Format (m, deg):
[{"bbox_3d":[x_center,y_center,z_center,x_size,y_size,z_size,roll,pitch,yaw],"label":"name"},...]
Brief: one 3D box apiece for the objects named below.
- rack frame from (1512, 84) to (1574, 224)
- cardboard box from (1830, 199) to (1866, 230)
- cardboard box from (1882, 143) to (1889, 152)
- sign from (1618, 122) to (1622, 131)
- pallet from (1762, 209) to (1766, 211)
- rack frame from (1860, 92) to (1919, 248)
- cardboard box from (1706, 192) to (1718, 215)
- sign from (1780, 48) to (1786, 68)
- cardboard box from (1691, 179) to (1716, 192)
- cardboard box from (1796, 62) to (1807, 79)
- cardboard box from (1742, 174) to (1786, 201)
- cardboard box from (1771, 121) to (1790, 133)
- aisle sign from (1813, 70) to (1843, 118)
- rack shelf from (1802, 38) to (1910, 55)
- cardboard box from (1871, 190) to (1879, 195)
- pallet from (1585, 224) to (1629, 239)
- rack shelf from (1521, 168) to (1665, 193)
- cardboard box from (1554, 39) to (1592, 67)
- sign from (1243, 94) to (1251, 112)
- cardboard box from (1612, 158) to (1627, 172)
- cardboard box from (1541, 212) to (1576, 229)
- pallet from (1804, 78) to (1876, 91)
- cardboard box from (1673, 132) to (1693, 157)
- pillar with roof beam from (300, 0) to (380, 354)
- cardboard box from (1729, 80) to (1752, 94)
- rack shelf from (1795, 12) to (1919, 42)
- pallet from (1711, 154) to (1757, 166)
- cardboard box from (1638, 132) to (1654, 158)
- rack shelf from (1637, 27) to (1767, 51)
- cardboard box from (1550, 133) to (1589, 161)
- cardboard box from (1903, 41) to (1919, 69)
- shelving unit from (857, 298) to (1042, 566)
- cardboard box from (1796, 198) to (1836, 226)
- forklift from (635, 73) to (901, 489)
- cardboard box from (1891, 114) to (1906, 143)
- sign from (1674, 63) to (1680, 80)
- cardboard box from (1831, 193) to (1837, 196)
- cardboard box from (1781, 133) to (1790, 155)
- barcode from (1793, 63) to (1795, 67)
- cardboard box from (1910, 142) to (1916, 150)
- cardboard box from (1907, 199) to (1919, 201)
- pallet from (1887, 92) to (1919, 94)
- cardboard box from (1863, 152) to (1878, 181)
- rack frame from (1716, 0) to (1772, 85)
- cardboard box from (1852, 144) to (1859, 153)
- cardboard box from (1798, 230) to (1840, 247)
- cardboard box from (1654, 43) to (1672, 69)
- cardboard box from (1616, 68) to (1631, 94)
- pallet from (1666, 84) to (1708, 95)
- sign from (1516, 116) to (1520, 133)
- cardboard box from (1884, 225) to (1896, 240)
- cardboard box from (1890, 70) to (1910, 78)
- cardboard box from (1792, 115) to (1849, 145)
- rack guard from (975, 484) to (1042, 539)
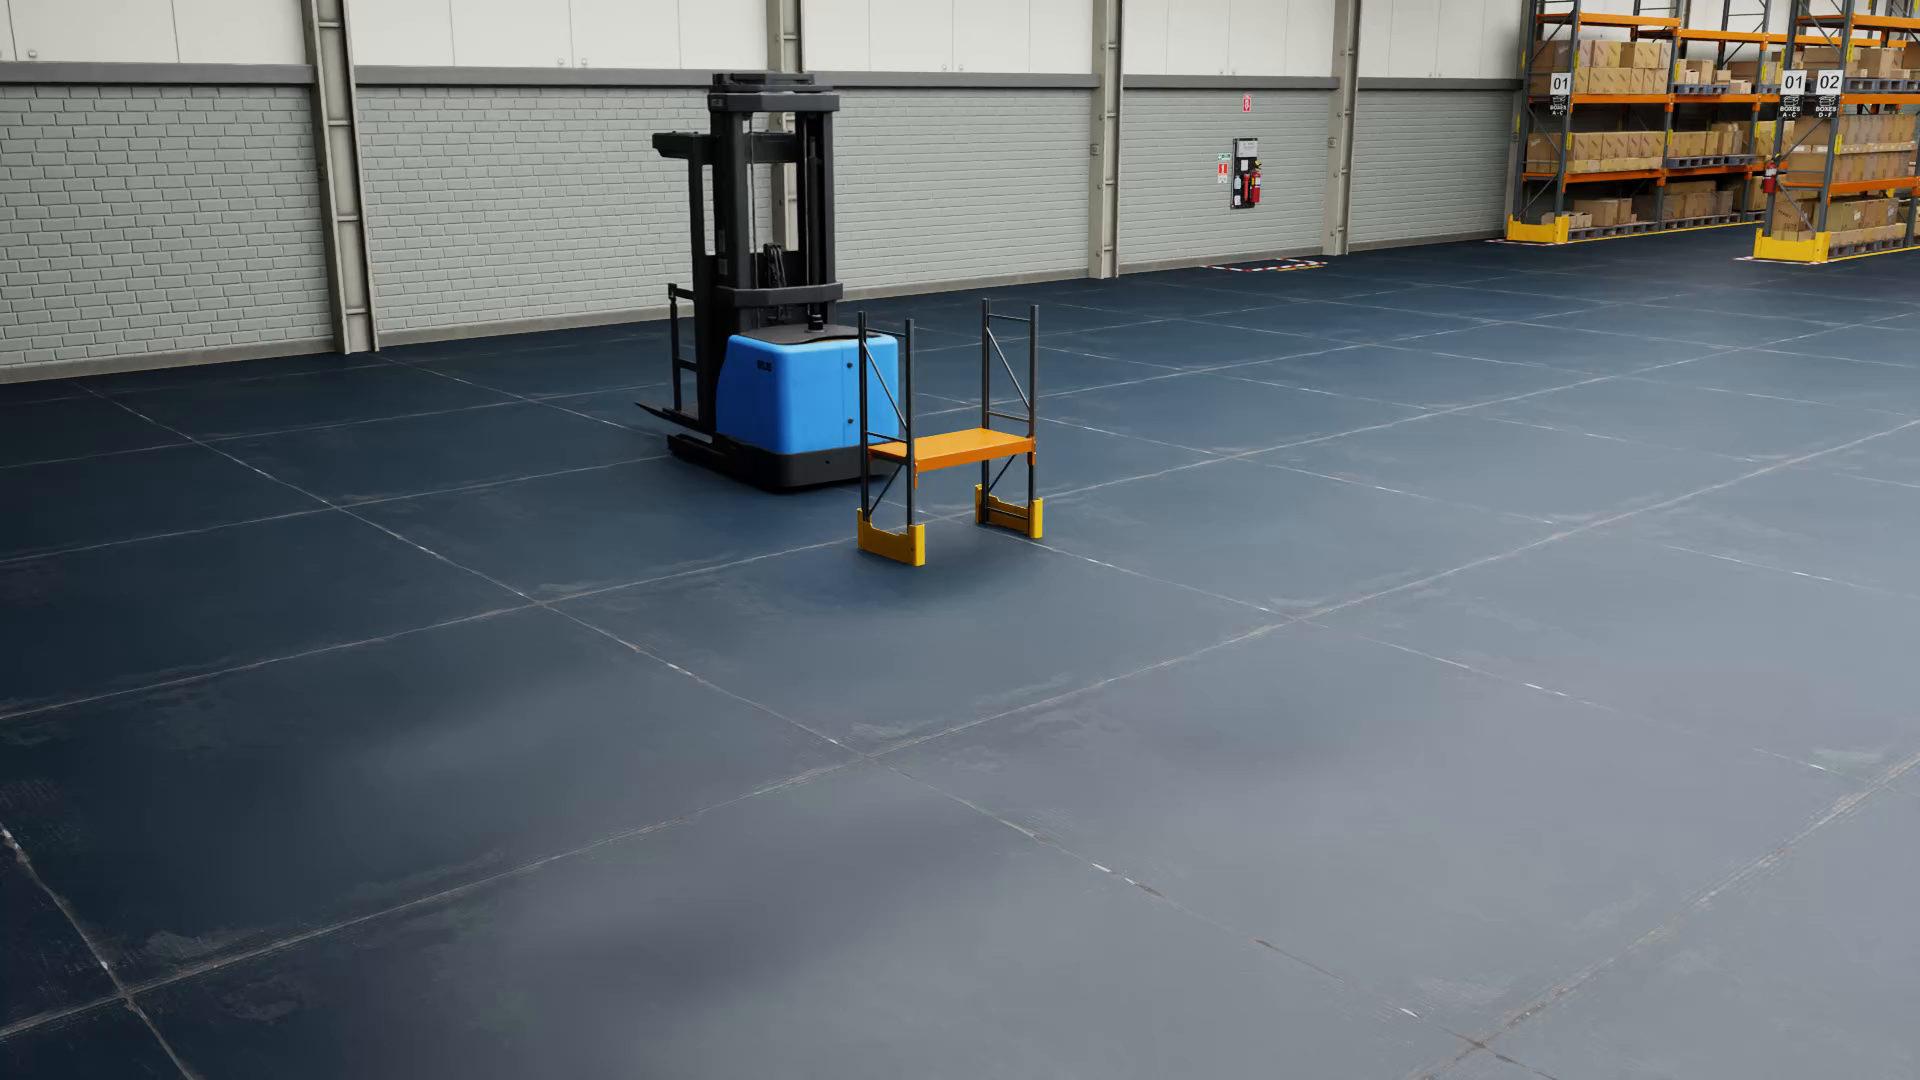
[{"bbox_3d":[11.355,-7.359,32.486,0.127,3.000,1.000,-13,19,-39],"label":"rack frame"},{"bbox_3d":[15.905,-5.851,29.905,0.500,0.500,0.500,-13,19,-39],"label":"cardboard box"},{"bbox_3d":[16.604,-7.132,30.186,0.250,0.149,0.380,-12,19,-38],"label":"cardboard box"},{"bbox_3d":[14.006,-8.703,35.276,0.005,0.325,0.100,-13,19,-39],"label":"sign"},{"bbox_3d":[18.954,-7.691,39.135,1.213,0.211,1.003,-13,19,-39],"label":"pallet"},{"bbox_3d":[17.627,-7.073,31.415,0.127,3.000,1.000,-13,19,-39],"label":"rack frame"},{"bbox_3d":[16.416,-7.522,37.089,0.500,0.500,0.700,-13,20,-39],"label":"cardboard box"},{"bbox_3d":[14.264,-8.342,28.792,0.005,0.325,0.100,-13,19,-39],"label":"sign"},{"bbox_3d":[16.410,-7.865,36.919,0.500,0.250,0.500,-12,19,-38],"label":"cardboard box"},{"bbox_3d":[19.294,-10.867,38.762,0.500,0.500,0.700,-13,20,-40],"label":"cardboard box"},{"bbox_3d":[18.696,-8.124,38.705,0.750,0.750,0.750,-13,20,-40],"label":"cardboard box"},{"bbox_3d":[18.682,-9.481,38.171,0.500,0.250,0.500,-12,19,-39],"label":"cardboard box"},{"bbox_3d":[14.761,-7.580,28.278,0.004,0.787,0.394,-13,19,-39],"label":"aisle sign"},{"bbox_3d":[21.917,-12.088,40.736,4.000,0.370,1.077,-13,19,-39],"label":"rack shelf"},{"bbox_3d":[22.963,-8.926,42.385,0.500,0.500,0.700,-13,19,-39],"label":"cardboard box"},{"bbox_3d":[12.969,-6.361,34.154,1.213,0.211,1.003,-13,19,-39],"label":"pallet"},{"bbox_3d":[12.864,-7.350,33.848,4.000,0.370,1.077,-13,19,-39],"label":"rack shelf"},{"bbox_3d":[11.805,-9.367,32.022,0.500,0.500,0.500,14,21,43],"label":"cardboard box"},{"bbox_3d":[4.828,-7.356,27.984,0.199,0.298,0.001,-13,19,-39],"label":"sign"},{"bbox_3d":[13.085,-7.578,33.559,0.500,0.250,0.500,-12,19,-39],"label":"cardboard box"},{"bbox_3d":[11.936,-6.372,33.150,0.500,0.311,0.500,13,20,41],"label":"cardboard box"},{"bbox_3d":[15.160,-7.916,28.932,1.213,0.211,1.003,-13,19,-39],"label":"pallet"},{"bbox_3d":[15.205,-8.470,35.601,0.500,0.500,0.700,-10,18,-34],"label":"cardboard box"},{"bbox_3d":[-3.964,-5.640,14.428,0.400,9.000,9.100,-13,19,-39],"label":"pillar with roof beam"},{"bbox_3d":[17.024,-9.955,36.528,0.500,0.311,0.500,-13,19,-39],"label":"cardboard box"},{"bbox_3d":[16.119,-9.091,29.517,4.000,0.370,1.077,-13,19,-39],"label":"rack shelf"},{"bbox_3d":[16.923,-8.480,37.055,1.003,0.211,1.213,-13,19,-39],"label":"pallet"},{"bbox_3d":[13.846,-8.110,34.097,0.500,0.500,0.500,-13,20,-40],"label":"cardboard box"},{"bbox_3d":[15.882,-10.733,35.662,4.000,0.370,1.077,-13,19,-39],"label":"rack shelf"},{"bbox_3d":[11.913,-7.681,32.490,0.500,0.500,0.500,-13,19,-39],"label":"cardboard box"},{"bbox_3d":[18.119,-9.111,31.259,0.500,0.500,0.500,-12,19,-39],"label":"cardboard box"},{"bbox_3d":[-0.058,-0.712,10.508,1.083,1.500,0.587,-13,19,-39],"label":"shelving unit"},{"bbox_3d":[15.564,-5.953,30.284,0.500,0.500,0.500,-13,19,-39],"label":"cardboard box"},{"bbox_3d":[-1.680,-2.113,12.981,1.130,2.935,3.031,-10,18,-33],"label":"forklift"},{"bbox_3d":[16.916,-7.585,30.627,0.500,0.500,0.700,-13,20,-39],"label":"cardboard box"},{"bbox_3d":[14.735,-9.631,34.179,0.005,0.325,0.100,-13,19,-39],"label":"sign"},{"bbox_3d":[21.039,-8.493,40.765,0.500,0.500,0.700,-12,19,-39],"label":"cardboard box"},{"bbox_3d":[18.701,-9.119,38.267,0.500,0.500,0.500,-13,20,-40],"label":"cardboard box"},{"bbox_3d":[14.521,-8.270,28.959,0.075,0.075,0.001,-13,19,-39],"label":"barcode"},{"bbox_3d":[17.563,-7.346,30.990,0.250,0.149,0.380,-13,20,-39],"label":"cardboard box"},{"bbox_3d":[19.280,-6.687,33.401,0.500,0.311,0.500,-13,20,-41],"label":"cardboard box"},{"bbox_3d":[18.284,-8.581,31.622,1.217,0.209,0.805,-14,20,-42],"label":"pallet"},{"bbox_3d":[16.136,-6.783,30.136,0.500,0.500,0.700,-12,19,-38],"label":"cardboard box"},{"bbox_3d":[17.390,-11.612,36.786,0.127,3.000,1.000,-13,19,-39],"label":"rack frame"},{"bbox_3d":[15.626,-6.911,29.359,0.250,0.149,0.380,-13,20,-40],"label":"cardboard box"},{"bbox_3d":[15.160,-5.317,29.357,0.500,0.250,0.500,-13,19,-39],"label":"cardboard box"},{"bbox_3d":[14.173,-9.889,33.976,0.500,0.500,0.500,14,20,42],"label":"cardboard box"},{"bbox_3d":[12.979,-9.141,33.116,0.500,0.500,0.500,-11,19,-36],"label":"cardboard box"},{"bbox_3d":[14.908,-9.479,34.974,1.003,0.211,1.213,-13,19,-39],"label":"pallet"},{"bbox_3d":[11.006,-8.182,32.713,0.005,0.325,0.100,-13,19,-39],"label":"sign"},{"bbox_3d":[17.037,-5.743,30.953,0.500,0.250,0.500,-13,19,-39],"label":"cardboard box"},{"bbox_3d":[16.897,-8.413,30.024,0.250,0.149,0.380,-13,19,-39],"label":"cardboard box"},{"bbox_3d":[15.010,-7.156,29.018,0.500,0.500,0.700,-13,19,-39],"label":"cardboard box"},{"bbox_3d":[0.318,-0.192,10.985,0.087,0.250,0.587,-13,19,-39],"label":"rack guard"}]
